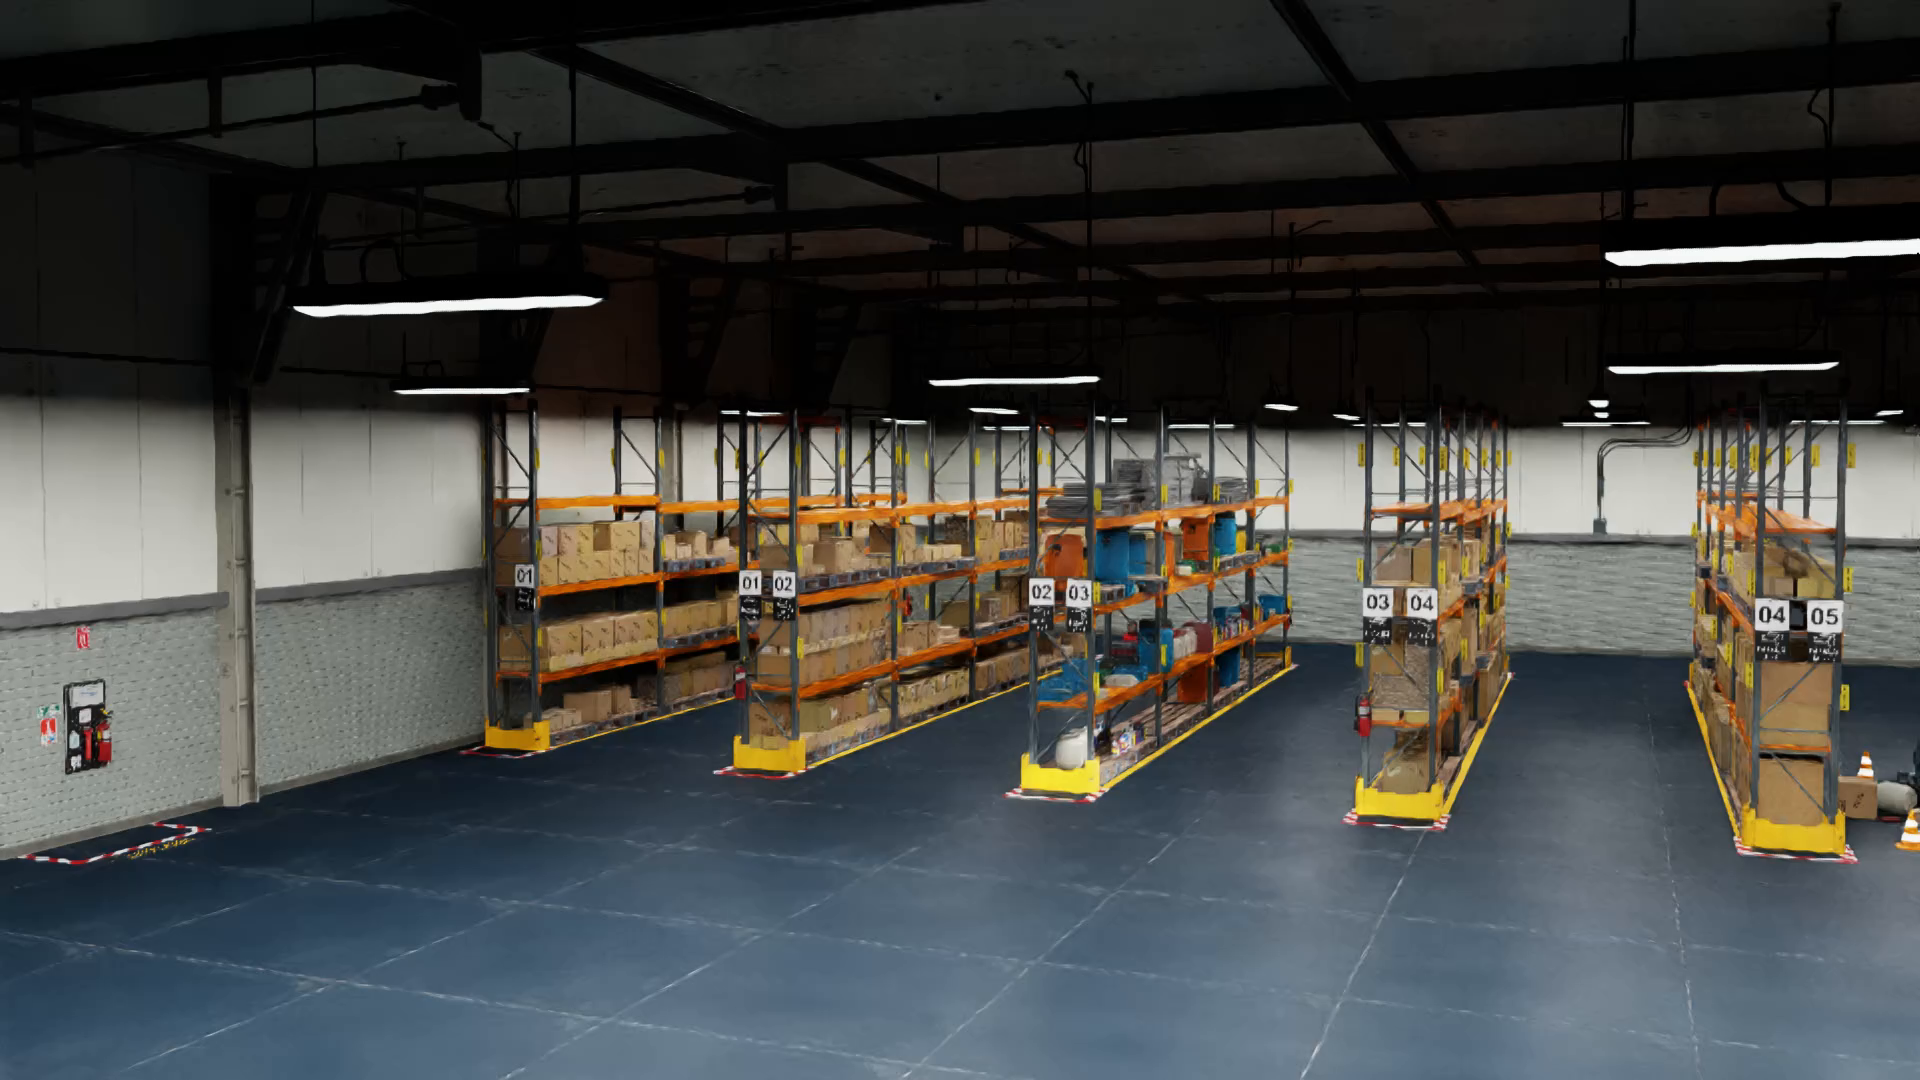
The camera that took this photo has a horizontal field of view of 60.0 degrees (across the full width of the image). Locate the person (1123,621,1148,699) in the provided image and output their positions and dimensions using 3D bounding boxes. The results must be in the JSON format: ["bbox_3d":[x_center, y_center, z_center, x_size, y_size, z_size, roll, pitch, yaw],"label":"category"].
[{"bbox_3d":[3.545,2.477,34.065,0.533,1.658,1.040,2,3,30],"label":"person"}]
